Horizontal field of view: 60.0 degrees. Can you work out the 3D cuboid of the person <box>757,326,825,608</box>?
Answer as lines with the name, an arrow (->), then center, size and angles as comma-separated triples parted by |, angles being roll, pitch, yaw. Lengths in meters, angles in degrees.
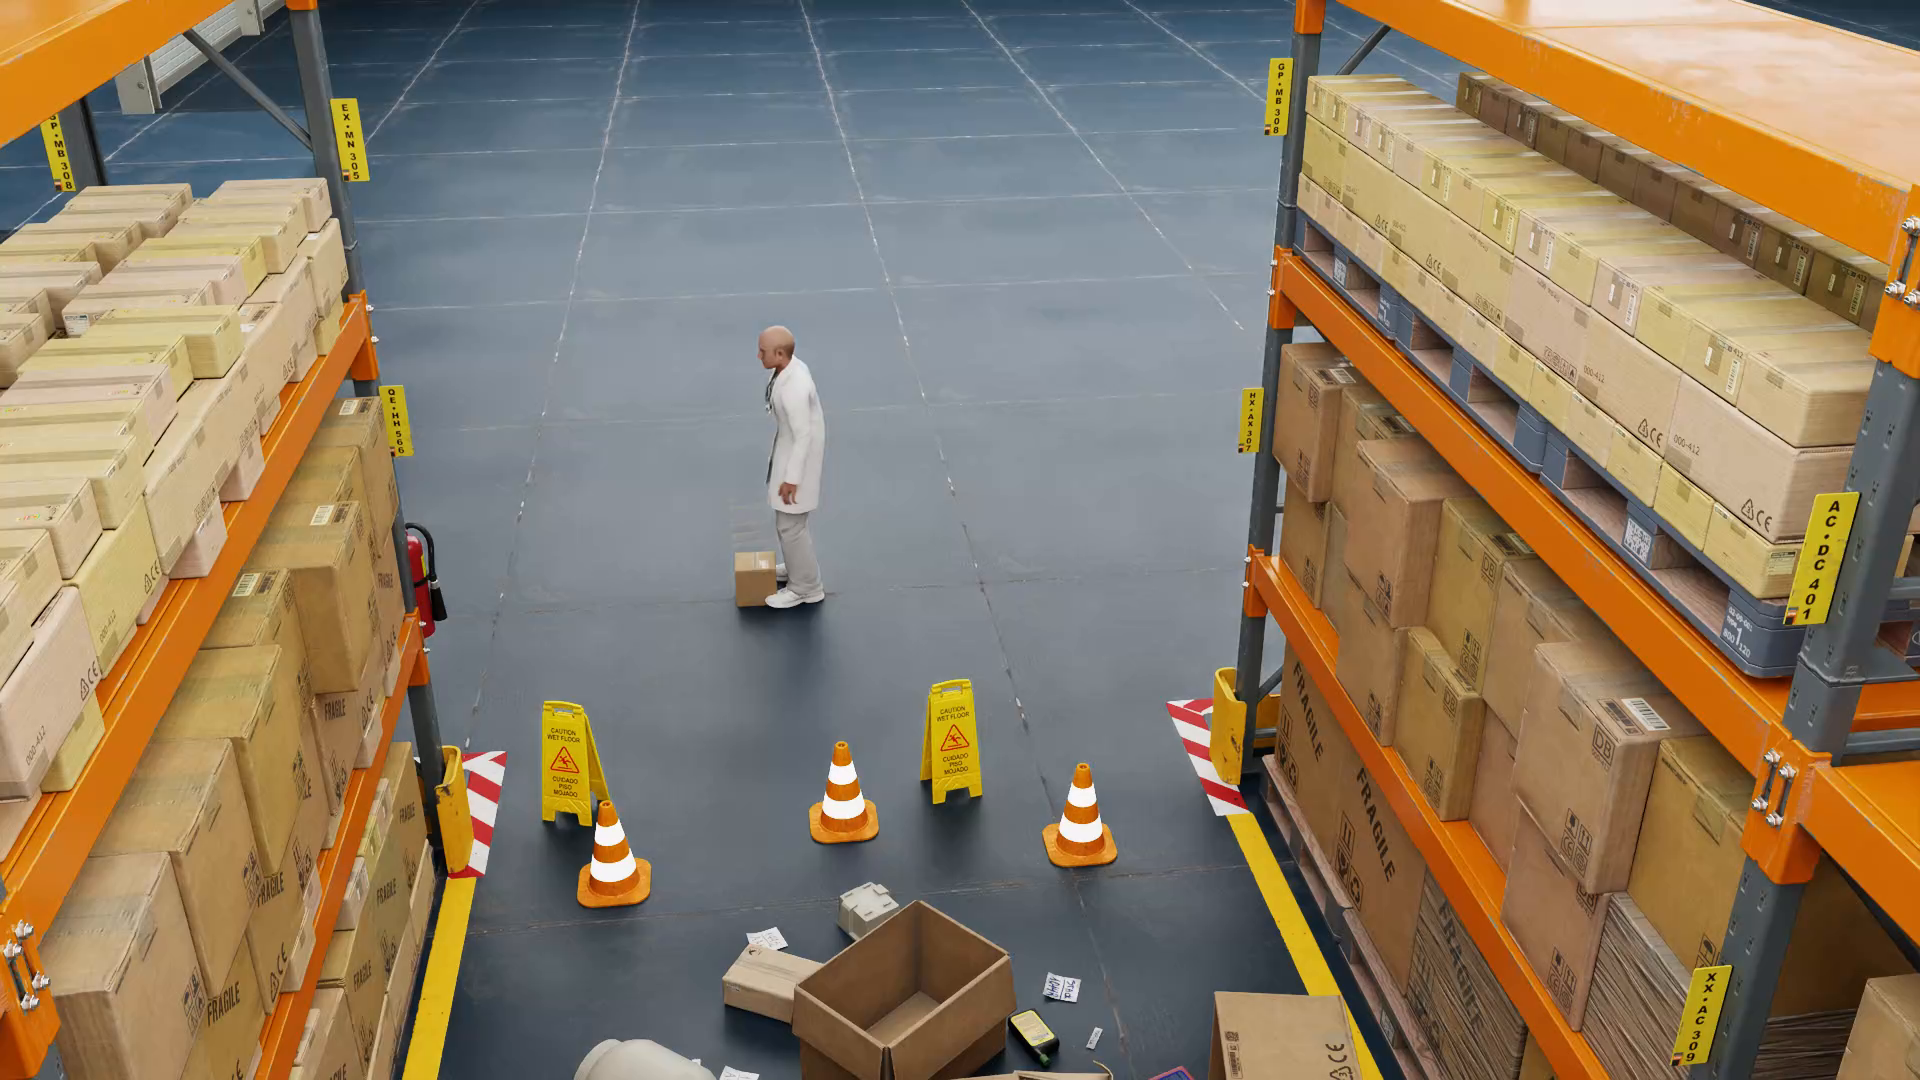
person -> -1.021, -0.452, 10.020 | 0.420, 1.775, 0.654 | -5, 27, -10
